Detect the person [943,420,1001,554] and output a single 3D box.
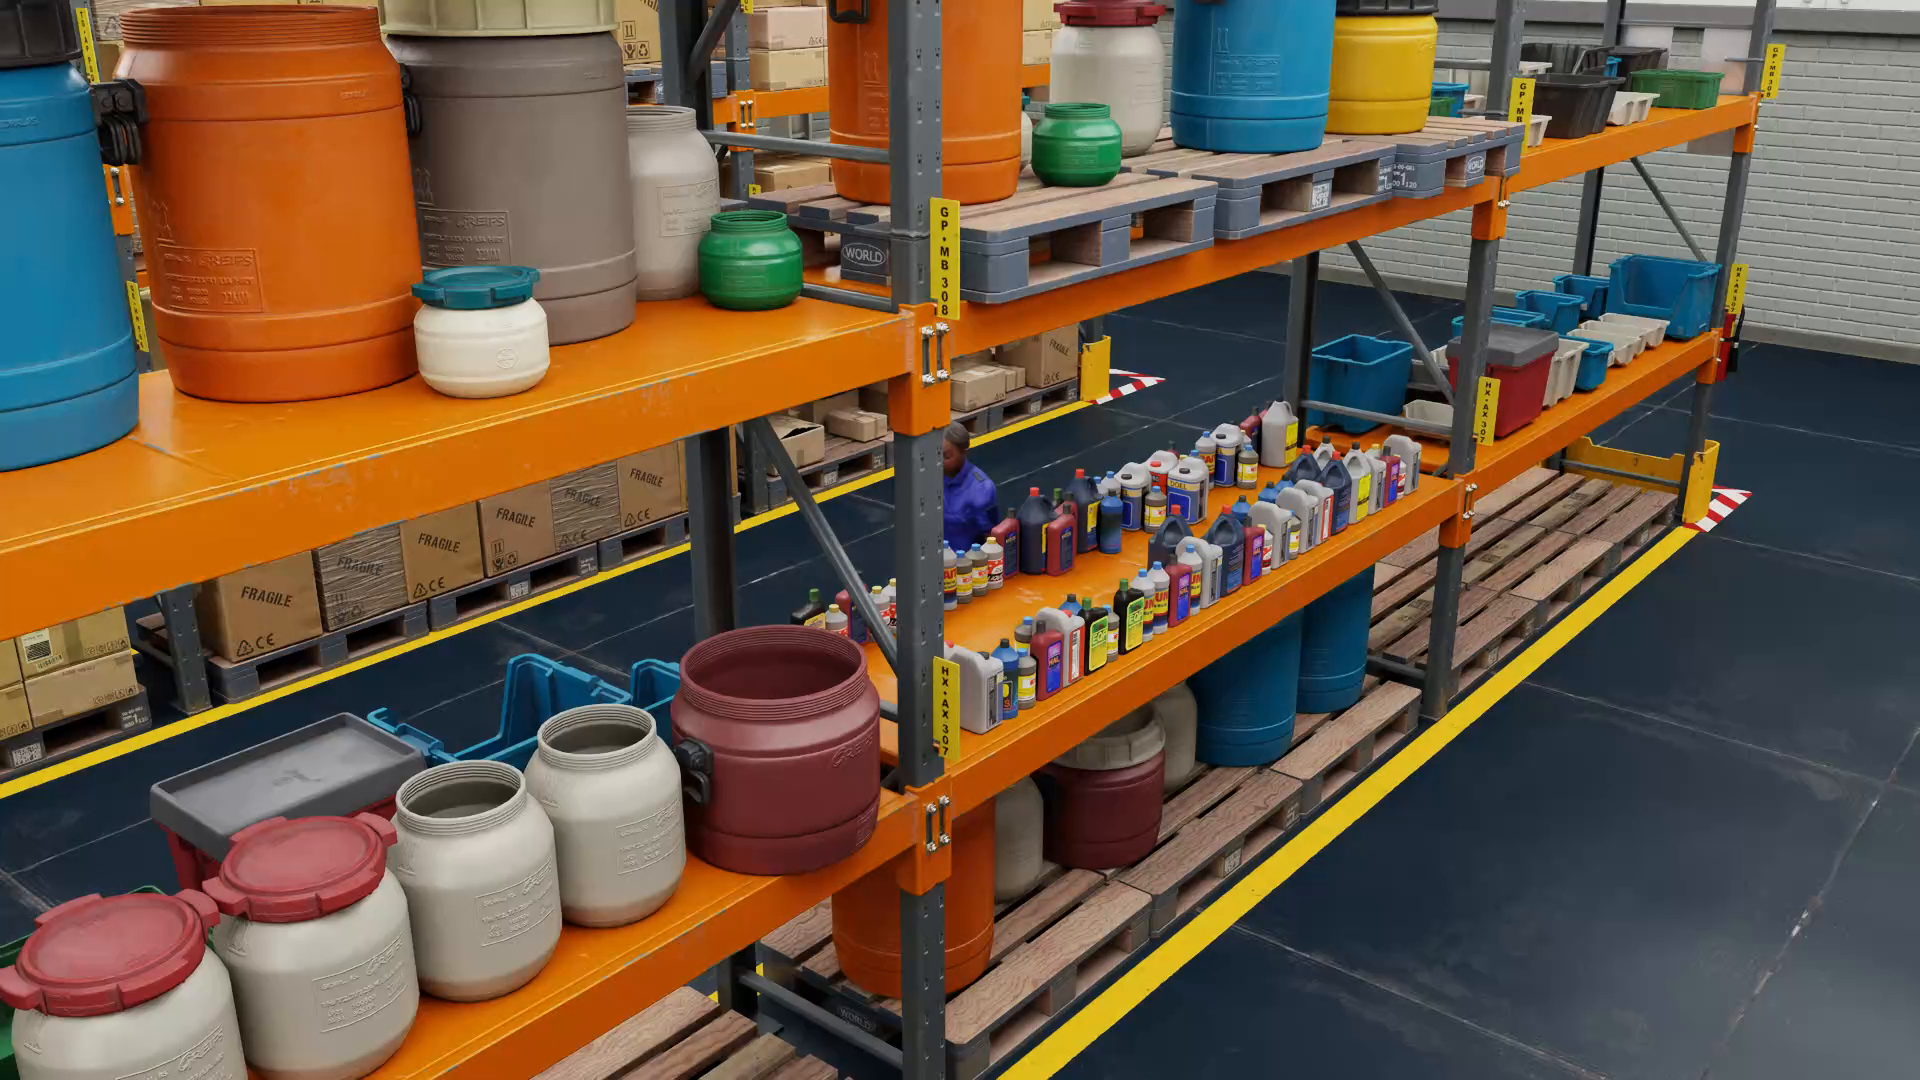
[{"bbox_3d":[-0.037,0.200,8.042,0.533,1.656,0.346,14,25,33],"label":"person"}]
